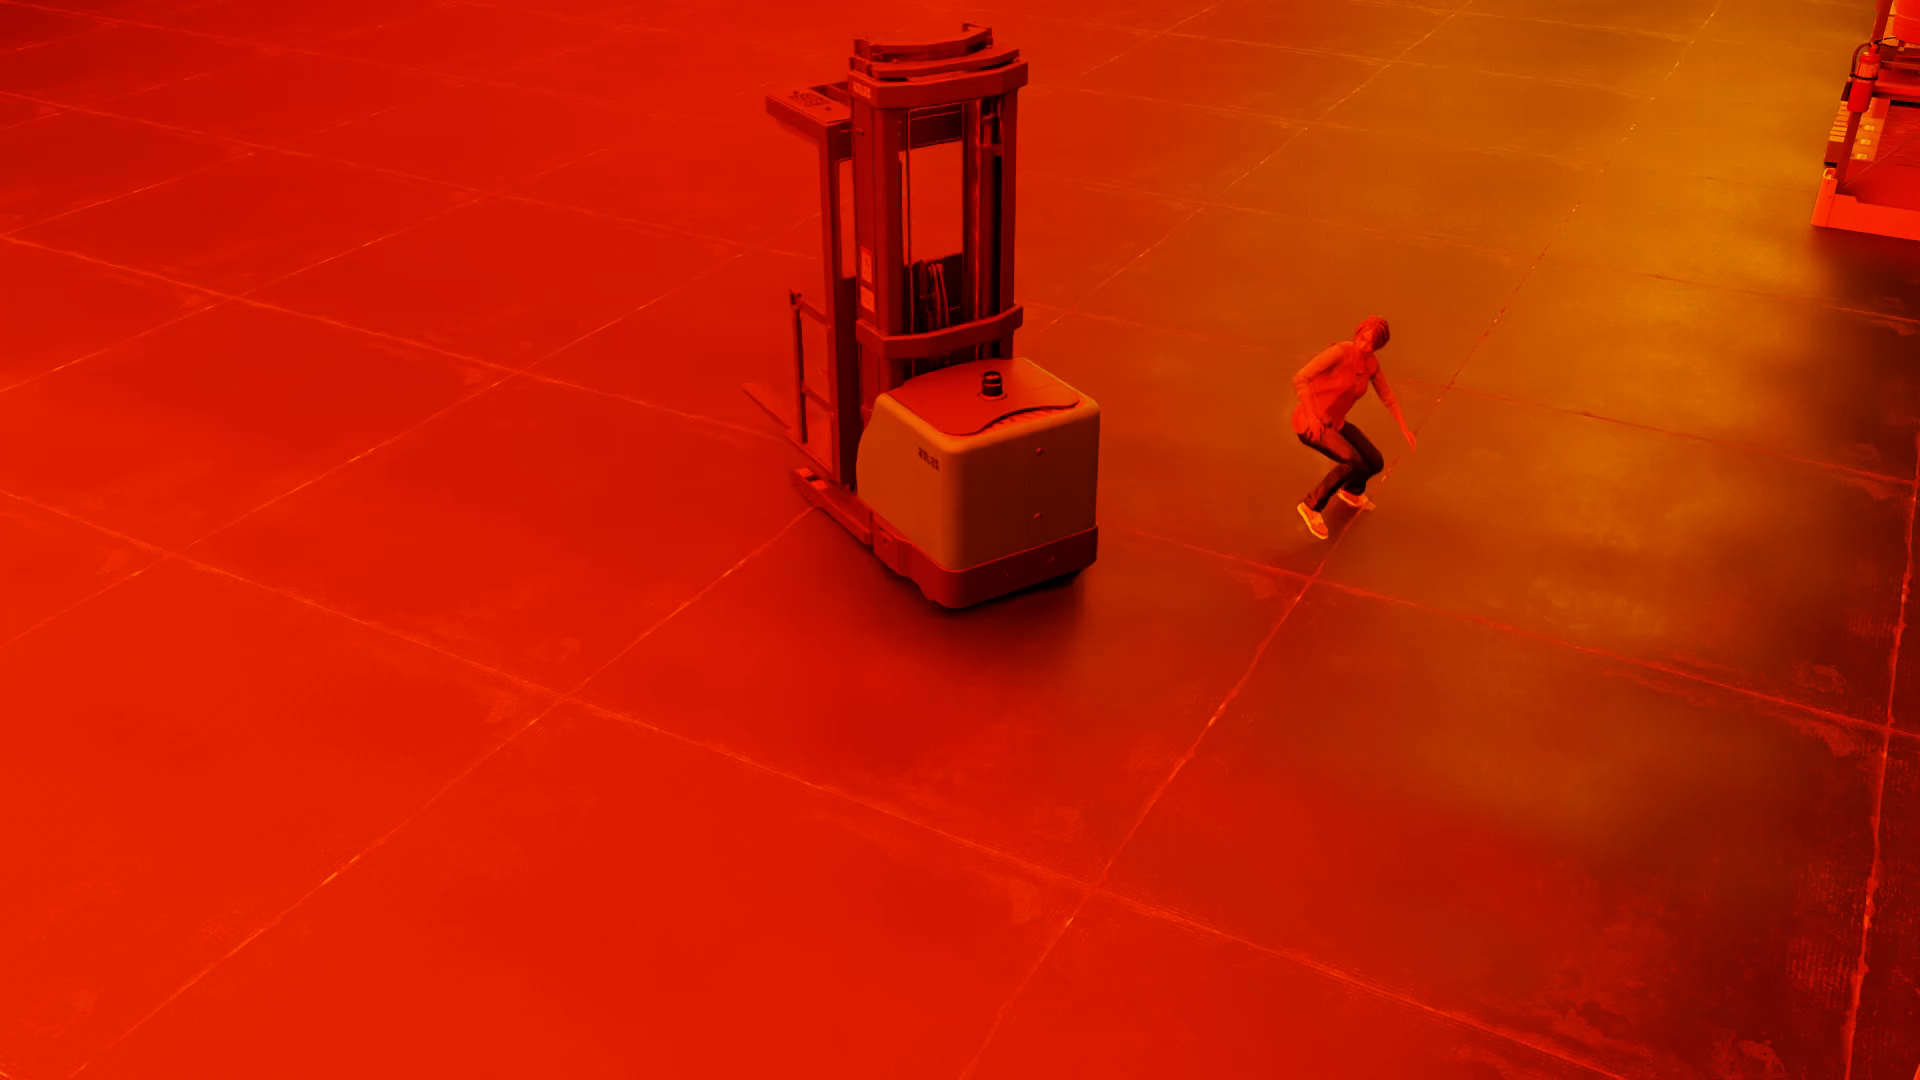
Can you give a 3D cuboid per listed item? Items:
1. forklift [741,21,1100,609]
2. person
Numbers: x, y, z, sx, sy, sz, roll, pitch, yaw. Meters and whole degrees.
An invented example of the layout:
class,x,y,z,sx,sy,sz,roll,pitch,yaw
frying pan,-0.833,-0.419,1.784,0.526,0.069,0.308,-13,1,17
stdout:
class,x,y,z,sx,sy,sz,roll,pitch,yaw
forklift,-0.416,-1.587,9.821,1.130,2.935,3.031,-17,34,-27
person,2.299,-0.675,9.864,0.722,1.384,0.603,-23,37,-34
